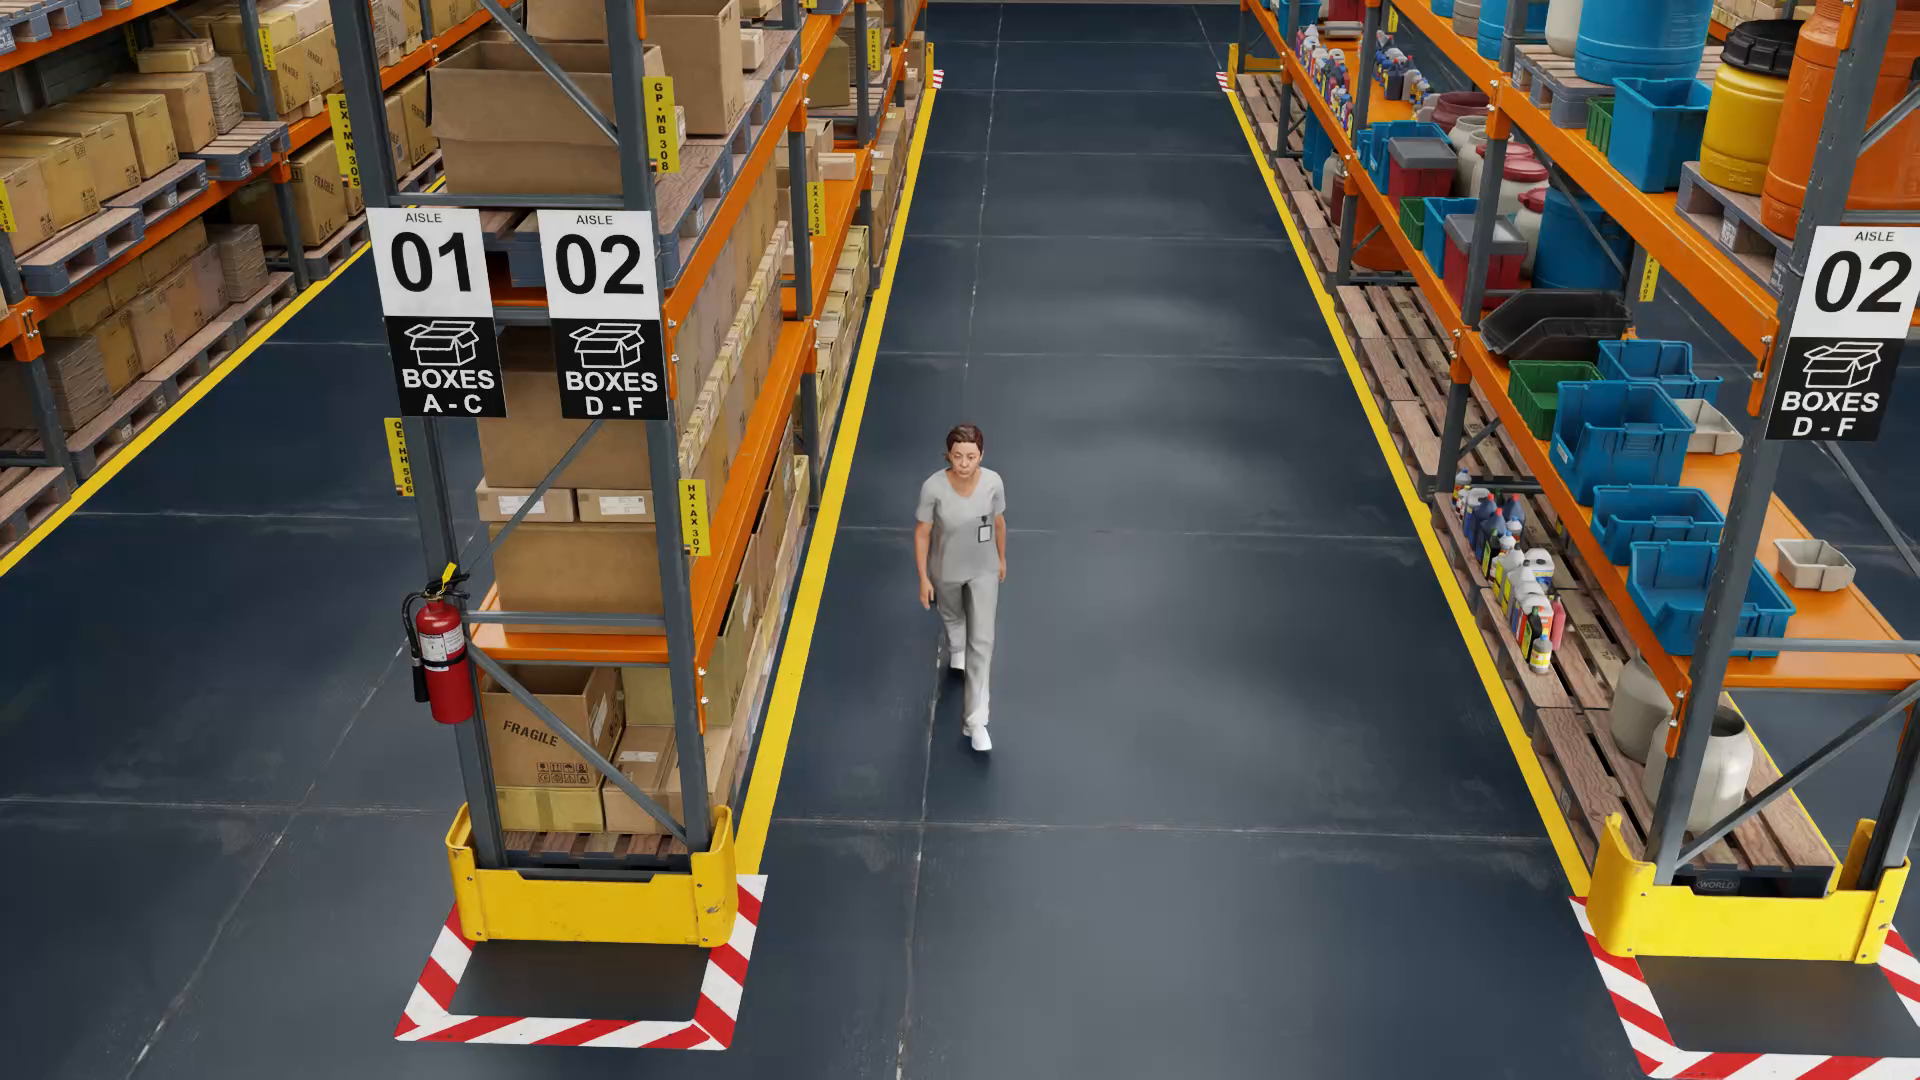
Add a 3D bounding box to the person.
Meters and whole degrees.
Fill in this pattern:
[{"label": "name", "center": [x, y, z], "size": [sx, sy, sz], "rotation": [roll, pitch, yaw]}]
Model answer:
[{"label": "person", "center": [0.007, 0.147, 8.371], "size": [0.467, 1.610, 1.053], "rotation": [0, 28, 0]}]
